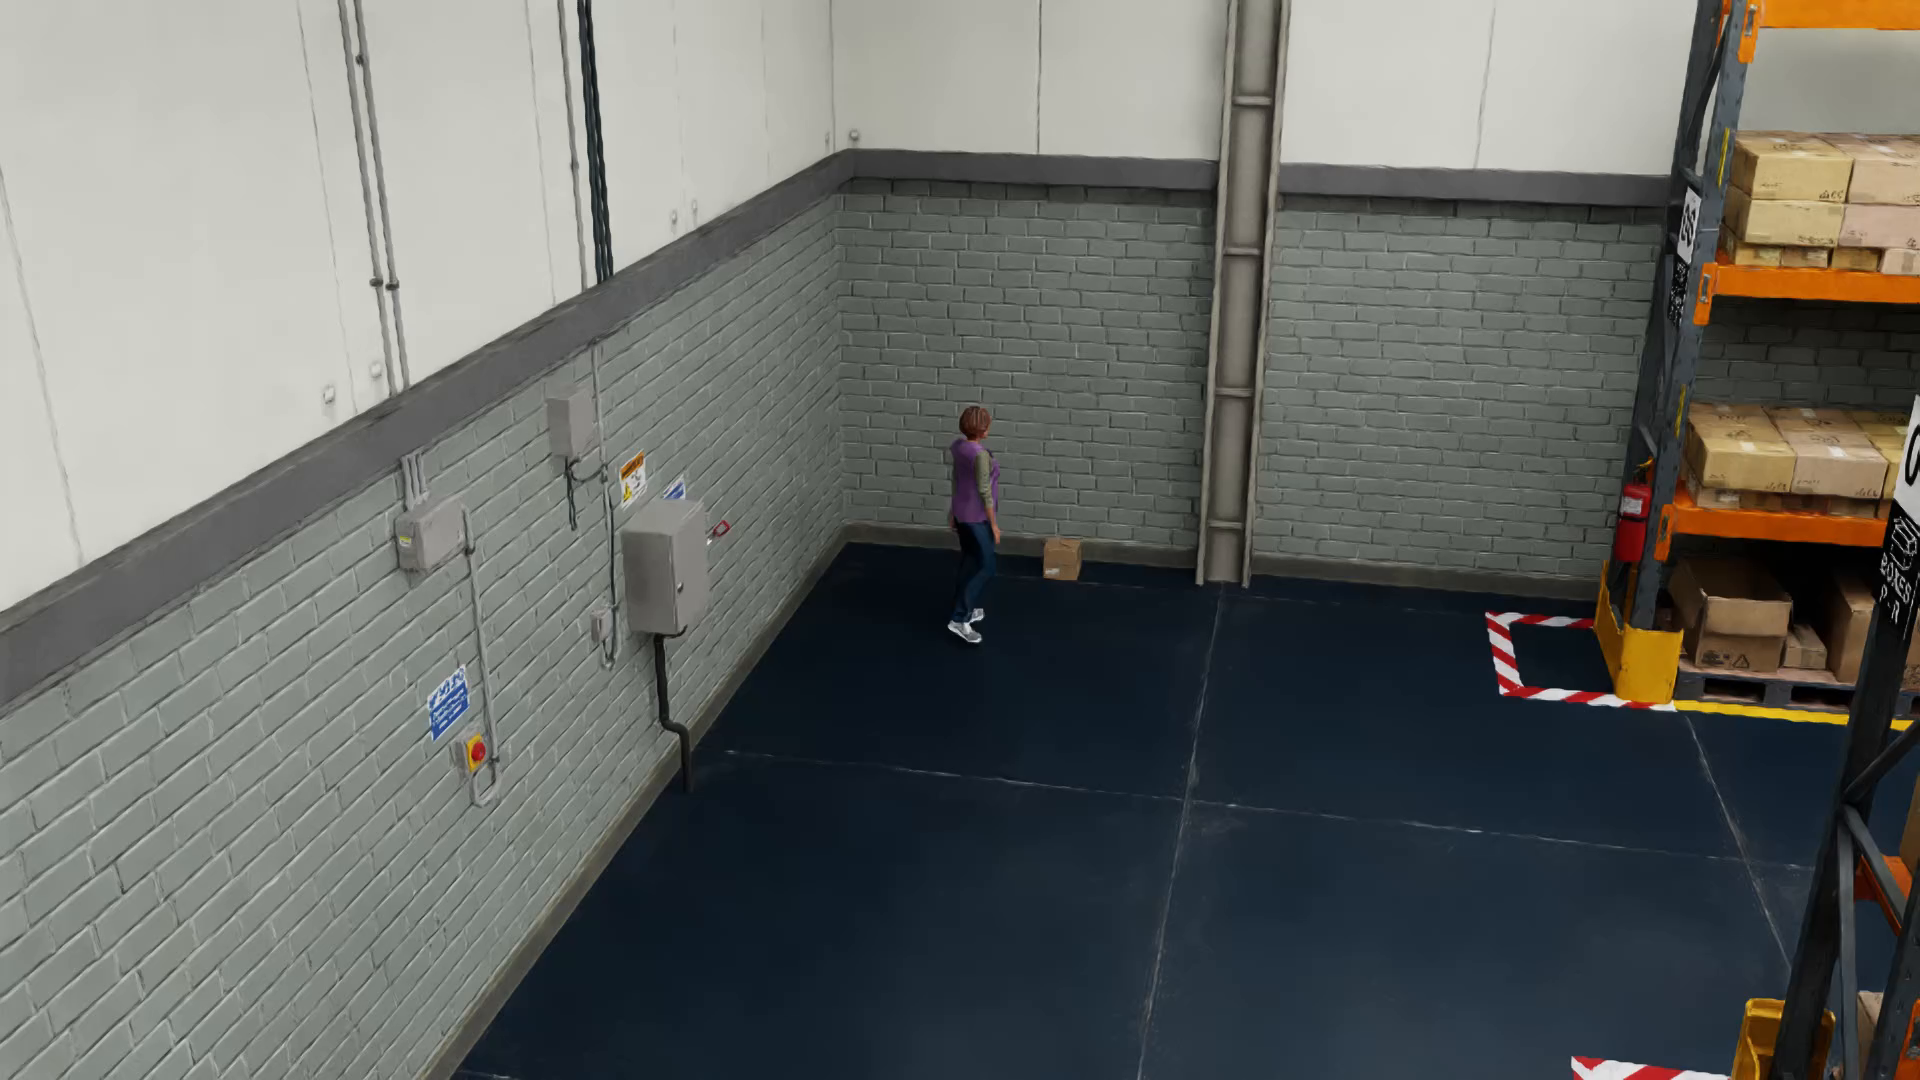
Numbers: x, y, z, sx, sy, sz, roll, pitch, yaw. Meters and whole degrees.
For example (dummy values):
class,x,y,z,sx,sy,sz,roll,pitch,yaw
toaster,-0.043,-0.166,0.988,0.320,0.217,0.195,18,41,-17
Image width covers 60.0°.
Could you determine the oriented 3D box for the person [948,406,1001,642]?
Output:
class,x,y,z,sx,sy,sz,roll,pitch,yaw
person,0.081,-0.103,11.358,0.458,1.591,0.601,-10,24,-24
